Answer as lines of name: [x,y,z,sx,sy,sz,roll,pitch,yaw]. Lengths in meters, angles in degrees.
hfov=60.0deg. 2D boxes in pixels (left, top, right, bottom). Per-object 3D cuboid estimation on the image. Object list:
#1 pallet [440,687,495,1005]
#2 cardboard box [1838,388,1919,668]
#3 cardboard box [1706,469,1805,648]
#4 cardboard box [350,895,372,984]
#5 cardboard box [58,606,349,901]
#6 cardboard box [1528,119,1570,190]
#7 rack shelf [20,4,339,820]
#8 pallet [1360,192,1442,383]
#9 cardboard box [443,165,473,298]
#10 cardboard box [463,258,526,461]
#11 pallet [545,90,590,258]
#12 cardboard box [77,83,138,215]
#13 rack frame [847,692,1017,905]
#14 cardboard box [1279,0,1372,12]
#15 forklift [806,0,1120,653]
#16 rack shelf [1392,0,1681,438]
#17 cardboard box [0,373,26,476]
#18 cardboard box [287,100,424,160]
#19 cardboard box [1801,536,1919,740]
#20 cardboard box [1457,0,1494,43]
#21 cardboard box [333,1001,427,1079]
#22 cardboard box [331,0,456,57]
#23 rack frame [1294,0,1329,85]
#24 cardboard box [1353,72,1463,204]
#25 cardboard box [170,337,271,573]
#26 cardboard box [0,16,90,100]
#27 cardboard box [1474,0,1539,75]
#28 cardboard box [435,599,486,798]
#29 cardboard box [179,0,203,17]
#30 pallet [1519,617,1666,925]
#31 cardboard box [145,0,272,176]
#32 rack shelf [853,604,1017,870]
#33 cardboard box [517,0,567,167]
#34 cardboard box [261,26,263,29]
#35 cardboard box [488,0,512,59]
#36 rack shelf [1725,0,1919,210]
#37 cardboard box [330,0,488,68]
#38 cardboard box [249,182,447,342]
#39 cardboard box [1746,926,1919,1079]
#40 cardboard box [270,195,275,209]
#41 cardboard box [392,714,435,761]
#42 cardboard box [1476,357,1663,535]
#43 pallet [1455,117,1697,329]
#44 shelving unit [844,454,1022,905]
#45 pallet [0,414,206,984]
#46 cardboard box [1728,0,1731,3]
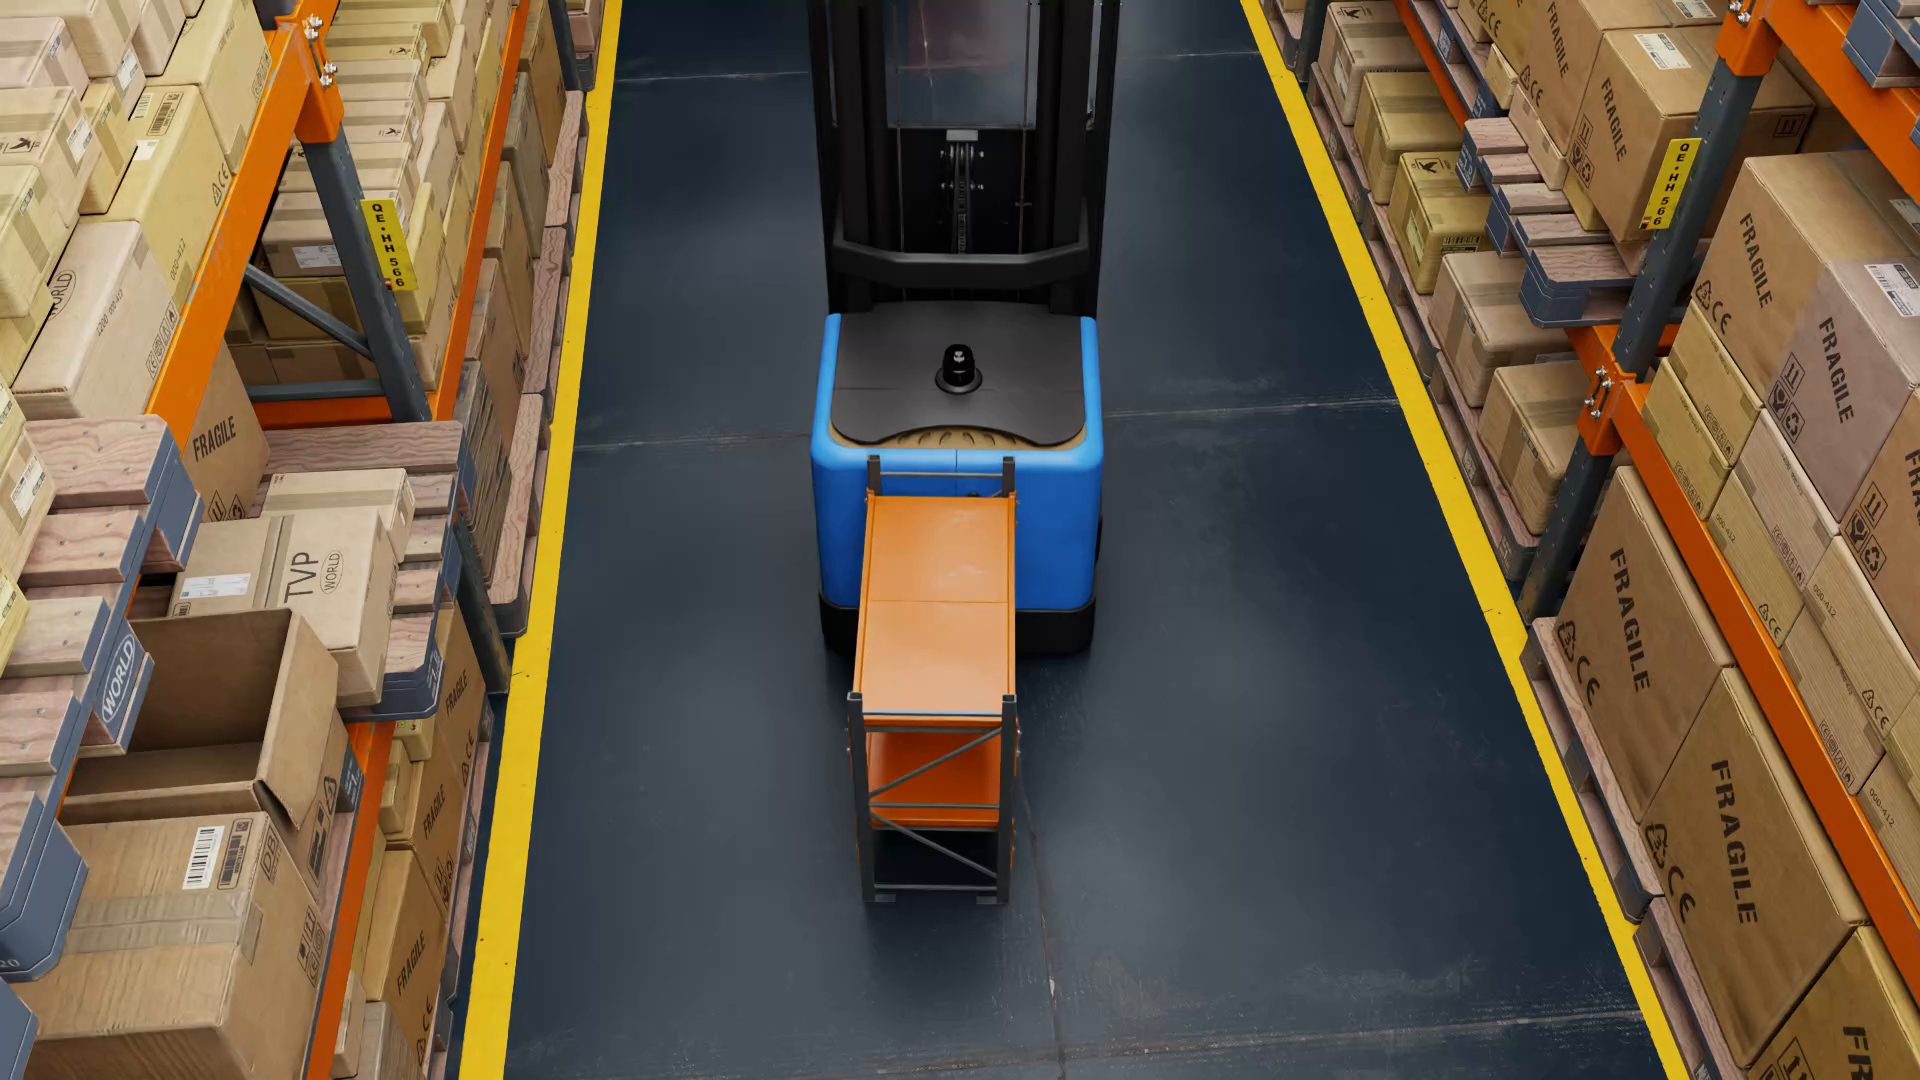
pallet: [-2.197,1.045,5.751,1.003,0.211,1.213,-3,47,-3]
cardboard box: [2.601,-0.033,4.095,0.500,0.500,0.500,-2,47,-2]
cardboard box: [2.575,0.031,4.895,0.500,0.250,0.500,-5,47,-4]
cardboard box: [-1.898,1.141,4.726,0.380,0.149,0.250,-4,47,-4]
cardboard box: [-1.901,0.534,3.955,0.797,0.503,0.637,-4,47,-4]
cardboard box: [2.302,-1.410,6.040,0.380,0.149,0.250,-4,47,-4]
rack shelf: [-2.054,0.207,3.054,1.077,0.370,4.000,-3,47,-3]
pallet: [2.562,-1.248,7.923,1.003,0.211,1.213,-3,47,-3]
cardboard box: [-2.052,-1.104,5.970,0.500,0.250,0.500,-4,47,-4]
cardboard box: [-2.323,-0.708,6.838,0.875,0.625,0.625,-2,47,-2]
pallet: [-2.456,-1.861,8.503,1.003,0.211,1.213,-3,47,-3]
cardboard box: [-1.889,-0.774,3.316,0.380,0.149,0.250,-3,47,-3]
rack frame: [-0.083,0.850,5.307,0.500,1.125,0.032,1,47,1]
cardboard box: [2.072,-3.265,9.517,0.500,0.250,0.500,-2,47,-1]
forklift: [0.017,-1.630,6.412,1.130,2.935,3.031,1,47,1]
rack shelf: [2.557,-1.960,7.172,1.077,0.370,4.000,-3,47,-3]
cardboard box: [-1.662,-0.141,2.499,0.380,0.149,0.250,-3,47,-3]
cardboard box: [-2.025,-1.339,5.573,0.380,0.149,0.250,-2,47,-2]
cardboard box: [2.592,0.236,4.356,0.500,0.250,0.500,-4,47,-3]
cardboard box: [2.254,-2.158,6.748,0.380,0.149,0.250,-5,47,-5]
cardboard box: [-1.832,1.668,4.673,0.500,0.500,0.500,-5,47,-5]
cardboard box: [-2.073,-1.895,6.100,0.380,0.149,0.250,-3,47,-2]
rack frame: [2.390,-3.654,8.282,1.000,3.000,0.127,-3,47,-3]
cardboard box: [2.500,-1.996,8.232,0.950,0.372,0.625,-1,47,-1]
cardboard box: [-2.334,-0.253,4.702,0.500,0.500,0.500,-2,47,-1]
cardboard box: [-1.929,-0.872,3.204,0.380,0.149,0.250,-4,47,-4]
cardboard box: [2.312,-2.092,6.239,0.500,0.500,0.500,-6,47,-6]
cardboard box: [-1.972,0.552,5.730,0.500,0.500,0.500,-2,47,-2]
cardboard box: [-1.952,-1.331,3.844,0.380,0.149,0.250,-3,47,-2]
pallet: [2.715,0.773,6.009,1.003,0.211,1.213,-3,47,-3]
cardboard box: [-1.937,-1.079,3.880,0.500,0.250,0.500,-5,47,-5]
rack shelf: [-0.073,0.649,5.834,0.538,0.278,1.000,1,47,1]
cardboard box: [-2.501,-2.301,8.346,0.875,0.625,0.625,-2,47,-2]
cardboard box: [-2.683,-1.853,6.060,0.380,0.149,0.250,-4,47,-4]
cardboard box: [-2.195,-2.225,7.031,0.500,0.250,0.500,-3,47,-3]
rack shelf: [2.892,-0.097,3.342,1.077,0.370,4.000,-3,47,-3]
cardboard box: [-2.150,-2.022,6.495,0.500,0.250,0.500,-3,47,-3]
cardboard box: [-1.990,-0.914,5.445,0.500,0.250,0.500,-4,47,-3]
cardboard box: [2.844,1.623,4.458,0.875,0.875,0.875,-2,47,-2]
cardboard box: [-2.581,-1.254,5.767,0.500,0.250,0.500,-3,47,-3]
cardboard box: [-1.874,0.574,5.263,0.380,0.149,0.250,-6,47,-5]
cardboard box: [2.687,-0.411,6.730,0.950,0.372,0.625,-6,47,-6]
pallet: [2.559,-1.204,6.093,1.213,0.211,1.003,-3,47,-3]
shelving unit: [-0.073,0.481,5.656,0.538,1.125,1.048,1,47,1]
pallet: [-1.961,0.245,2.652,1.213,0.211,1.003,-3,47,-3]
cardboard box: [2.867,-1.758,5.922,0.500,0.500,0.500,-1,47,-1]
